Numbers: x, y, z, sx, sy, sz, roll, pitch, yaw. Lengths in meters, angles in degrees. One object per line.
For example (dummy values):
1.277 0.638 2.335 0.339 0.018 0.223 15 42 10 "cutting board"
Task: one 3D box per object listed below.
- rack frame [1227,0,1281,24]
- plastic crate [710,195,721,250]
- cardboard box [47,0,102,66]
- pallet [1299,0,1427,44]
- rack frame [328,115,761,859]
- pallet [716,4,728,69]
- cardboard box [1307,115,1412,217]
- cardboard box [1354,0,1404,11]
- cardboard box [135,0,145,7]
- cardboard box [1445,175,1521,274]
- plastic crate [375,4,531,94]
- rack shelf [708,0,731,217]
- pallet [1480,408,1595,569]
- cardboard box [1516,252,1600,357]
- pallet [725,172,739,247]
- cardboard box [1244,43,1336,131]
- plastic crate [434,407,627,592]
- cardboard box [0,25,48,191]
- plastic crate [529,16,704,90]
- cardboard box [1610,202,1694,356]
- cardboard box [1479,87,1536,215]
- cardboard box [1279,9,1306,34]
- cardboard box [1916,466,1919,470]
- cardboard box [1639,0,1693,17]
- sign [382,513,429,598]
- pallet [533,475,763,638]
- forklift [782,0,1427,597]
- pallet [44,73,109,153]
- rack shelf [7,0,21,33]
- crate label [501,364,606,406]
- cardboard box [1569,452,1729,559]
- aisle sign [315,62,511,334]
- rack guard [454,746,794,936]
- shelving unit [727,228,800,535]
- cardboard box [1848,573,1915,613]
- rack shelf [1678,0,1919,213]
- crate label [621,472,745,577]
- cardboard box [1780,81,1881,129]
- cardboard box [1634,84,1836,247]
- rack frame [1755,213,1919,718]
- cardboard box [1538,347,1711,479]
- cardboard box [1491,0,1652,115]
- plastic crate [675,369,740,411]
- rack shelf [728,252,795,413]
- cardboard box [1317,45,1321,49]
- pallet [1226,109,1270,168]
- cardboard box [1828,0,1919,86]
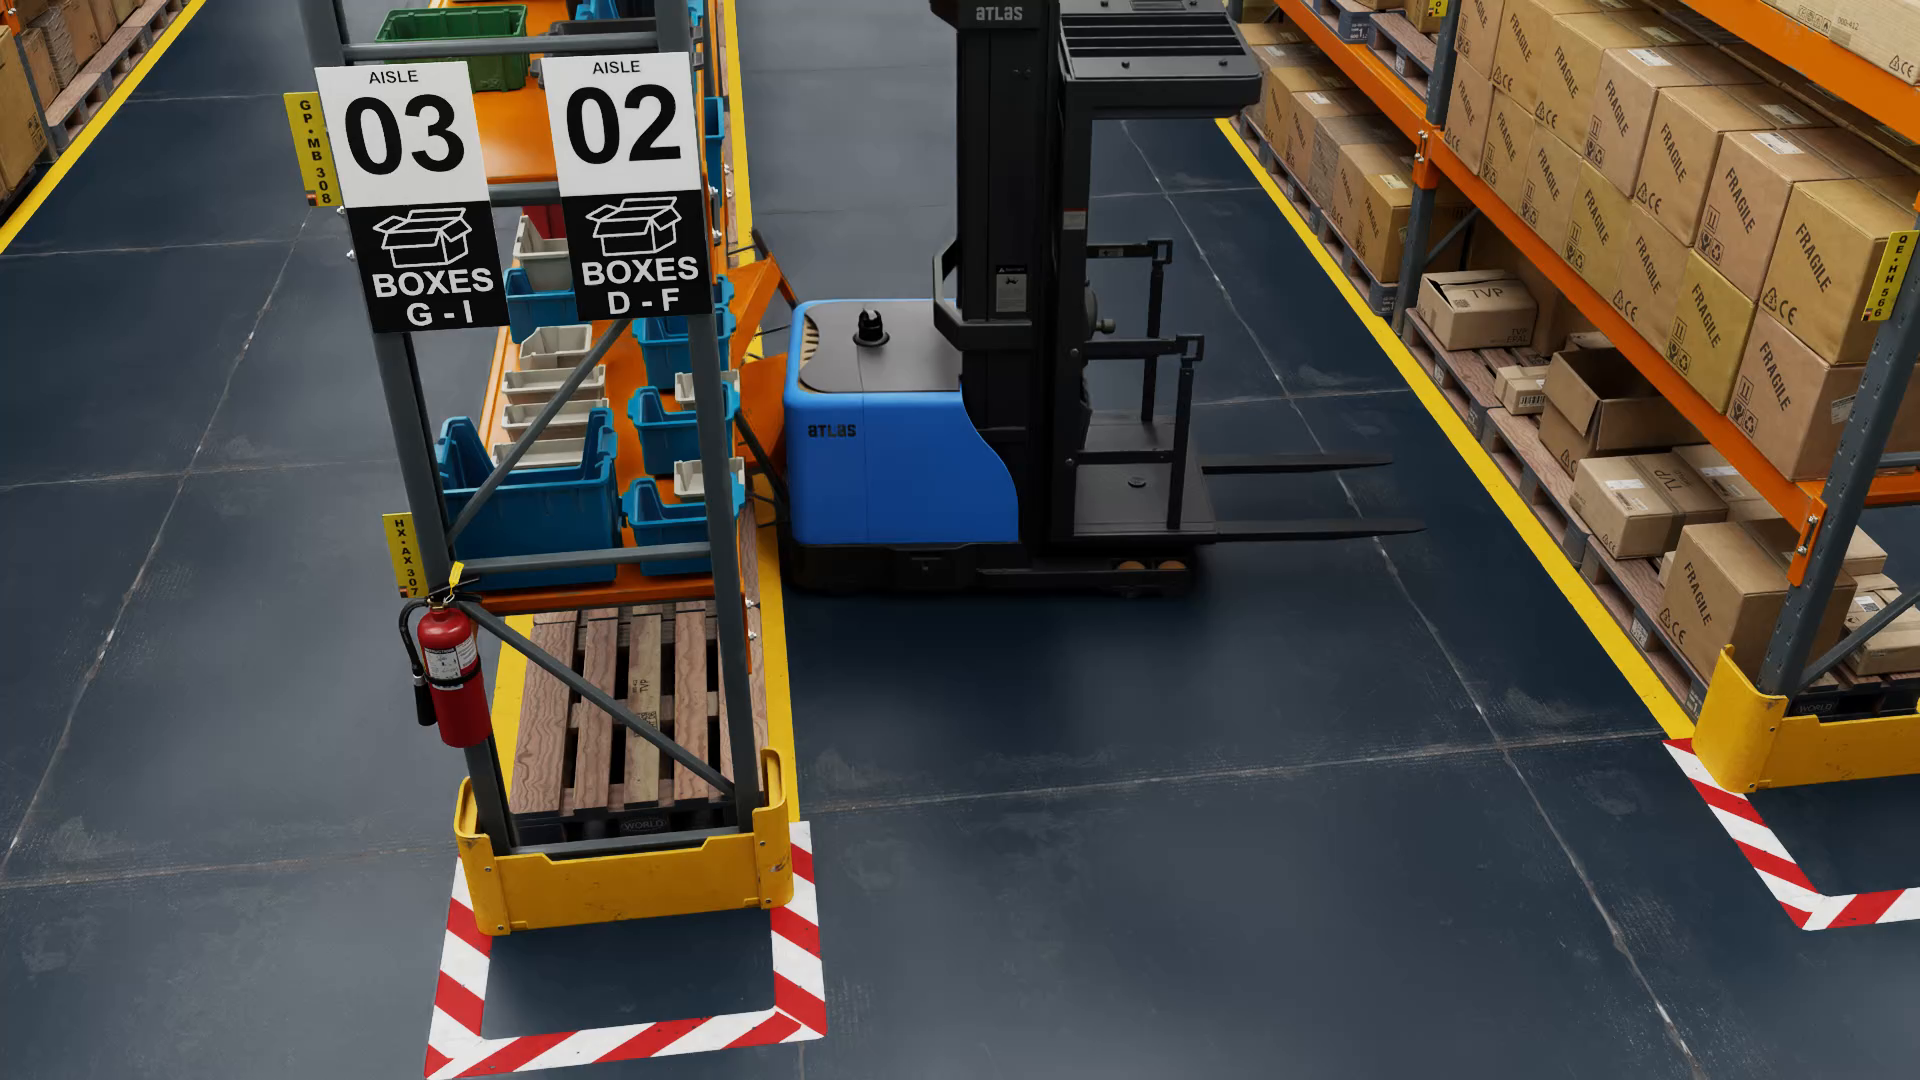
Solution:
2.594 -4.769 12.584 1.000 3.000 0.127 -4 35 -6 "rack frame"
-1.360 -1.470 7.935 0.437 0.125 0.590 -4 35 -6 "plastic crate"
-7.503 -4.166 13.529 0.700 0.500 0.500 -2 34 -2 "cardboard box"
2.860 -3.605 11.046 1.003 0.211 1.213 -4 35 -6 "pallet"
-1.239 0.069 5.486 1.000 3.000 0.127 -4 35 -6 "rack frame"
-2.542 -4.358 14.457 1.003 0.211 1.213 -4 35 -6 "pallet"
2.656 -2.495 11.077 0.500 0.500 0.500 -4 34 -6 "cardboard box"
2.833 -3.733 10.602 0.700 0.500 0.500 -13 36 -18 "cardboard box"
-7.700 -5.057 14.836 0.700 0.500 0.500 -7 35 -10 "cardboard box"
3.308 -1.974 10.312 0.500 0.500 0.500 -6 35 -9 "cardboard box"
-1.655 -1.612 5.477 0.450 0.188 0.336 -4 35 -6 "plastic crate"
-2.046 -2.982 10.601 1.077 0.370 4.000 -4 35 -6 "rack shelf"
3.391 -0.319 8.530 1.003 0.211 1.213 -4 35 -6 "pallet"
3.490 -1.389 9.454 0.500 0.500 0.500 -4 35 -6 "cardboard box"
-2.007 -2.127 11.184 1.003 0.211 1.213 -4 35 -6 "pallet"
2.448 -3.350 12.331 0.500 0.500 0.500 -6 35 -8 "cardboard box"
-1.469 -0.143 5.712 0.616 0.435 0.499 -4 35 -6 "plastic crate"
-7.151 -2.929 11.399 1.225 0.875 0.875 -6 35 -9 "cardboard box"
-1.015 -1.353 5.024 0.497 0.269 0.590 -4 35 -6 "plastic crate"
3.205 -1.143 7.175 0.500 0.500 0.500 -4 34 -6 "cardboard box"
3.002 -1.987 8.414 0.500 0.500 0.500 -4 34 -6 "cardboard box"
2.814 -4.352 13.544 0.500 0.311 0.500 -3 34 -5 "cardboard box"
3.871 -0.613 6.398 0.500 0.500 0.500 -4 34 -5 "cardboard box"
3.528 -2.443 8.194 0.500 0.500 0.500 -5 35 -7 "cardboard box"
-1.782 0.052 5.365 0.100 0.325 0.005 -4 35 -6 "sign"
-1.472 0.079 7.947 1.003 0.211 1.213 -4 35 -6 "pallet"
0.706 -1.243 7.472 3.031 2.935 1.130 -1 34 -1 "forklift"
-7.327 -3.304 12.911 1.003 0.211 1.213 -4 35 -6 "pallet"
-7.492 -4.839 13.326 1.077 0.370 4.000 -4 35 -6 "rack shelf"
-1.615 -0.605 6.655 0.396 0.136 0.243 -4 35 -6 "crate label"
3.255 -0.167 7.883 0.500 0.250 0.500 -4 35 -6 "cardboard box"
-1.520 -0.943 4.662 0.394 0.787 0.004 -4 35 -6 "aisle sign"
-1.223 1.114 6.171 1.175 0.500 0.348 -4 35 -6 "rack guard"
-1.097 -0.750 8.284 0.538 1.125 1.048 -12 37 22 "shelving unit"
3.920 0.285 7.293 0.380 0.166 0.250 -4 35 -6 "cardboard box"
3.401 -2.363 7.029 1.077 0.370 4.000 -4 35 -6 "rack shelf"
-0.946 -0.050 5.755 0.416 0.233 0.303 -4 35 -6 "crate label"
3.731 -1.597 6.953 0.500 0.500 0.500 -4 34 -6 "cardboard box"
3.194 -1.557 6.895 0.500 0.500 0.500 -3 34 -5 "cardboard box"
3.670 -0.304 6.033 1.000 3.000 0.127 -4 35 -6 "rack frame"
3.390 -0.639 8.350 0.797 0.503 0.637 -4 35 -6 "cardboard box"
2.986 -2.419 8.159 0.500 0.500 0.500 -5 35 -8 "cardboard box"
-0.998 -0.574 6.609 0.250 0.136 0.298 -4 35 -6 "plastic crate"
-1.210 -0.966 8.121 0.538 0.278 1.000 -12 37 22 "rack shelf"
2.952 -3.413 12.424 0.500 0.500 0.500 -3 34 -5 "cardboard box"
2.657 -3.197 12.754 1.003 0.211 1.213 -4 35 -6 "pallet"
3.339 -1.749 5.622 0.500 0.250 0.500 -4 35 -6 "cardboard box"
